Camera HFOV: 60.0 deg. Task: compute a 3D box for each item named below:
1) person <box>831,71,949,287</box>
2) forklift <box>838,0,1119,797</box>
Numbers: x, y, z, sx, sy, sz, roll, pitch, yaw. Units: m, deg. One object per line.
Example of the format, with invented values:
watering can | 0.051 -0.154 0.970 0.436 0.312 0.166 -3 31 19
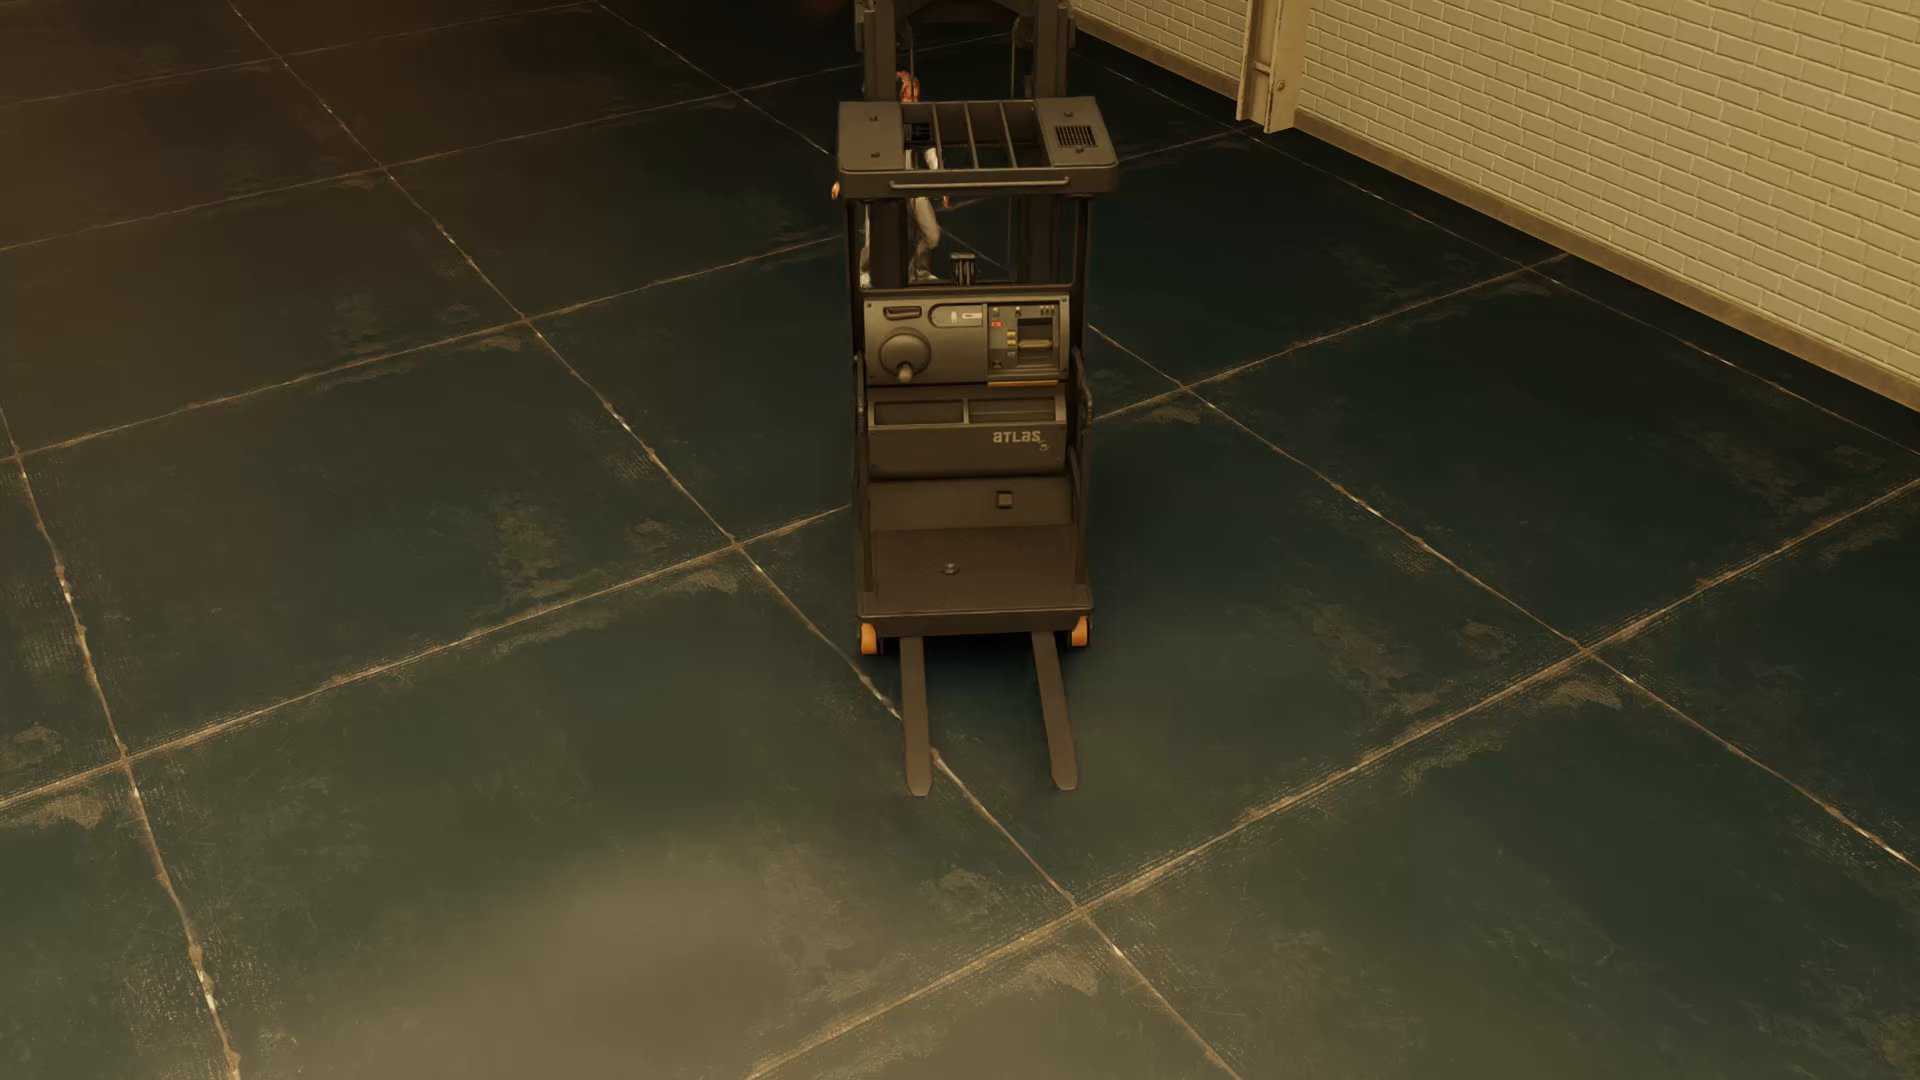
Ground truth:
person | -0.445 -2.245 10.579 0.744 1.521 0.449 -9 36 -12
forklift | 0.048 -0.848 7.354 1.130 2.935 3.031 -2 35 -3
